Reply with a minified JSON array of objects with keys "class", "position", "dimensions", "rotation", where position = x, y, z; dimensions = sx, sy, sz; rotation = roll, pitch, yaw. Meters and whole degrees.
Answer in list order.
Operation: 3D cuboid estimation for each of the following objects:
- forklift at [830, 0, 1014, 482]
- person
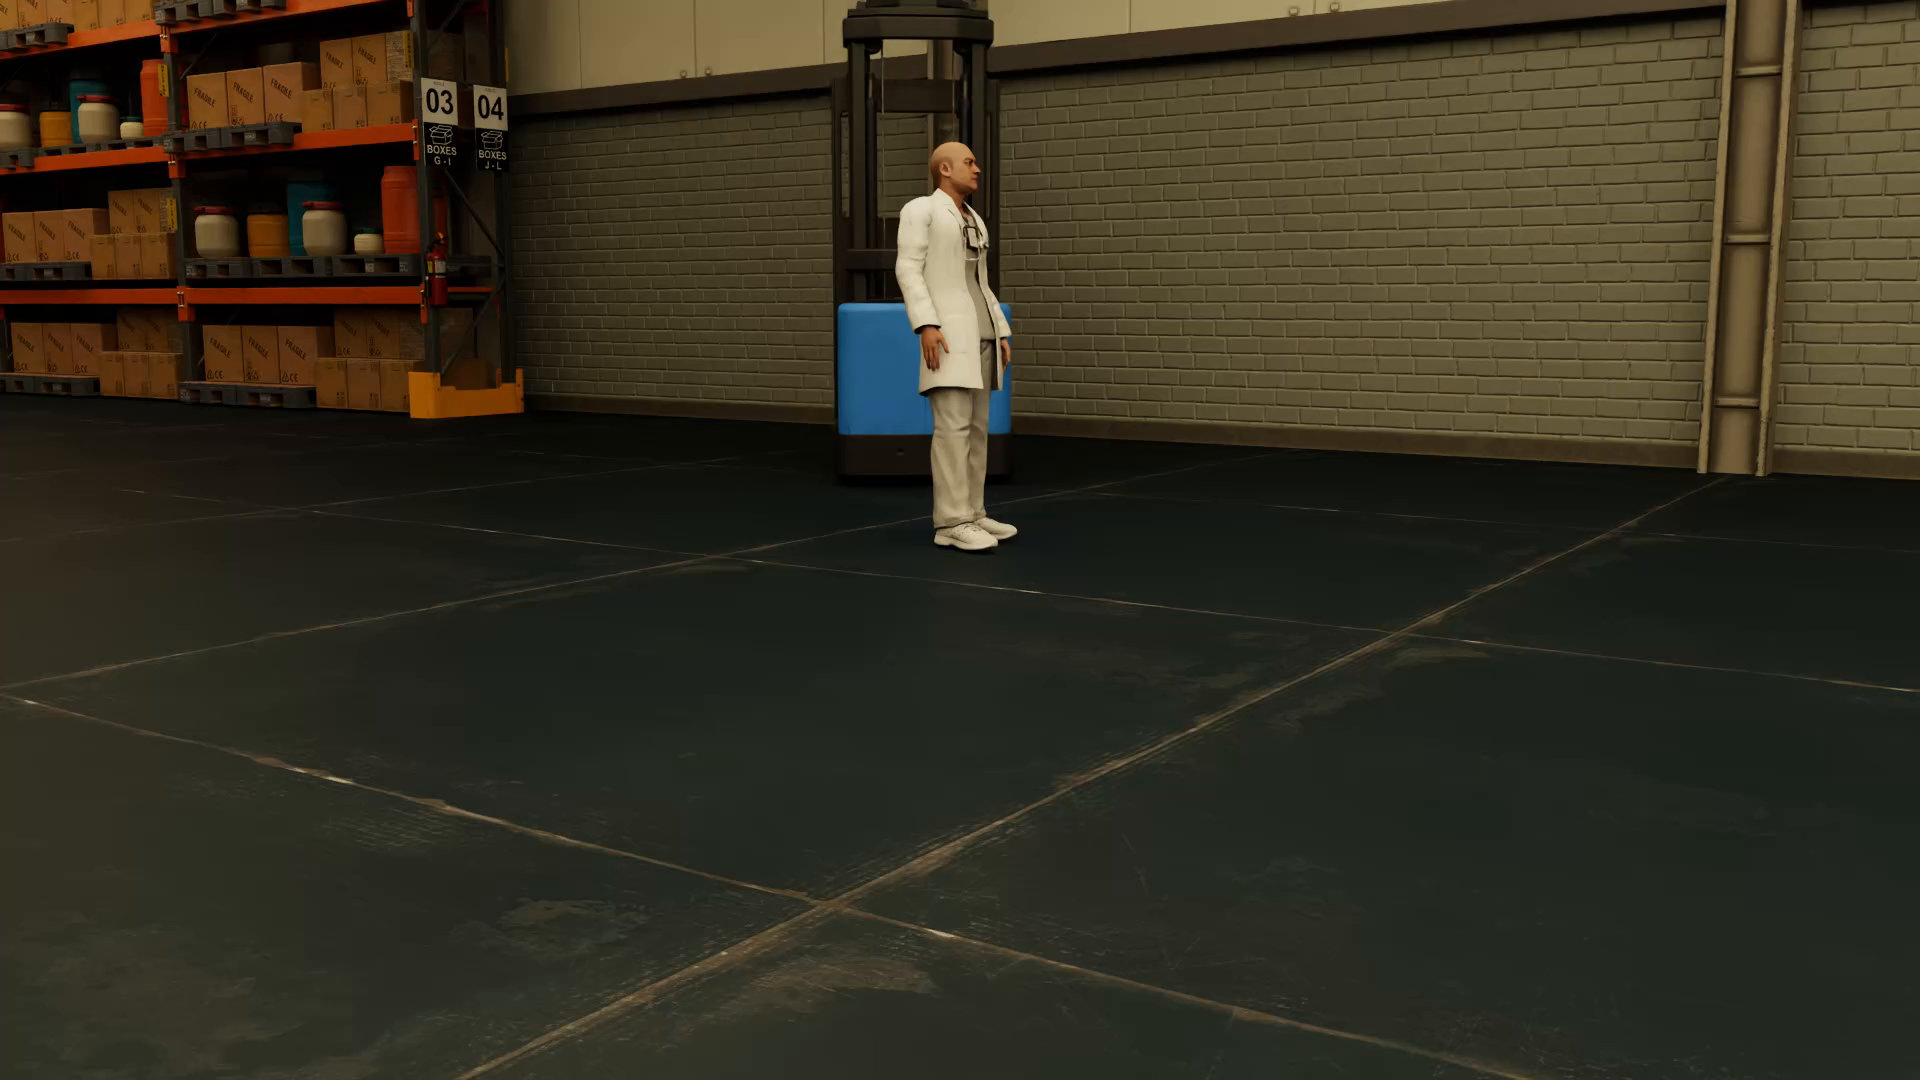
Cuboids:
[{"class":"forklift","position":[-0.302,-1.972,11.060],"dimensions":[1.130,2.935,3.031],"rotation":[-1,8,-4]},{"class":"person","position":[0.072,-0.880,7.423],"dimensions":[0.581,1.776,0.696],"rotation":[5,10,34]}]
